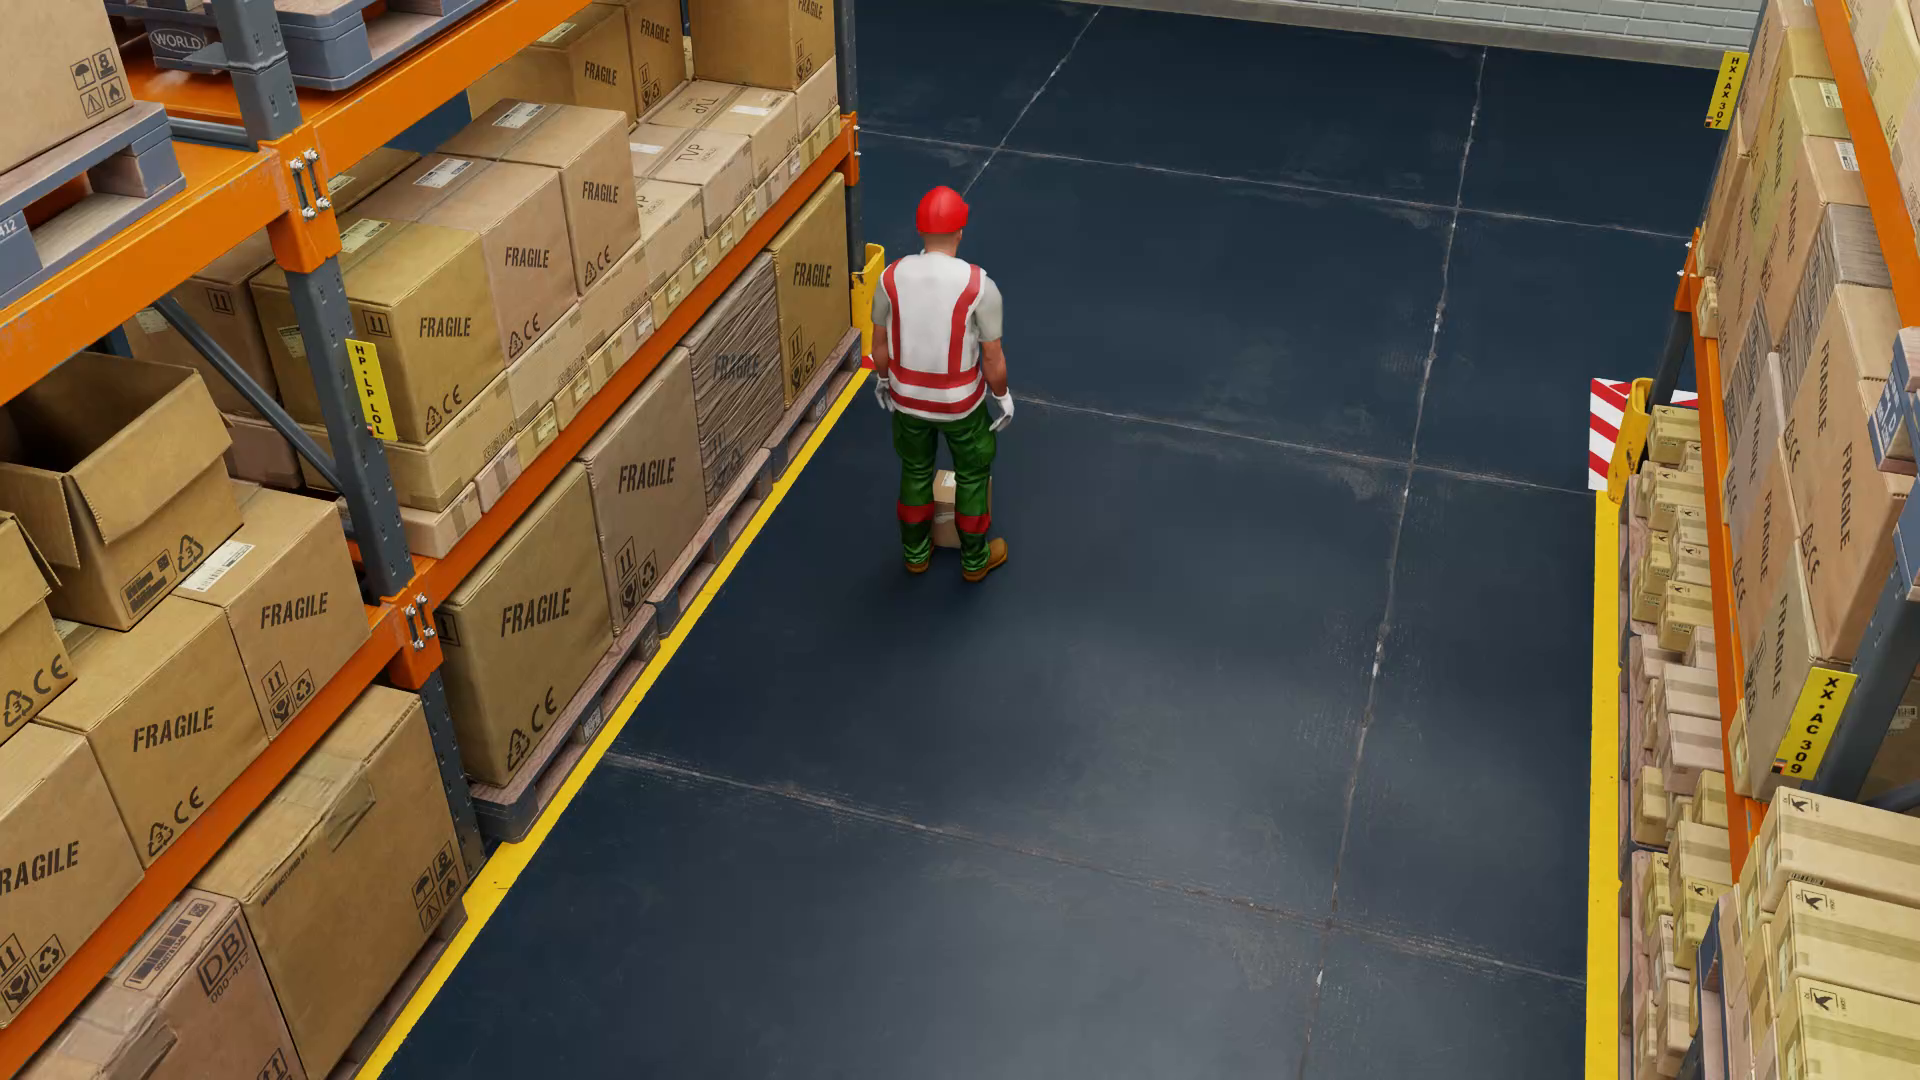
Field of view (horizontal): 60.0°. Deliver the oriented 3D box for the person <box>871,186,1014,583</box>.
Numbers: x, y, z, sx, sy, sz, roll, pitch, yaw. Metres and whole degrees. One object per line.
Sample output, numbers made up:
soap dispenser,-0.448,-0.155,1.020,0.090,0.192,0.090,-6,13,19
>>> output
person,-4.851,1.941,3.533,7.105,1.779,11.511,11,38,14
